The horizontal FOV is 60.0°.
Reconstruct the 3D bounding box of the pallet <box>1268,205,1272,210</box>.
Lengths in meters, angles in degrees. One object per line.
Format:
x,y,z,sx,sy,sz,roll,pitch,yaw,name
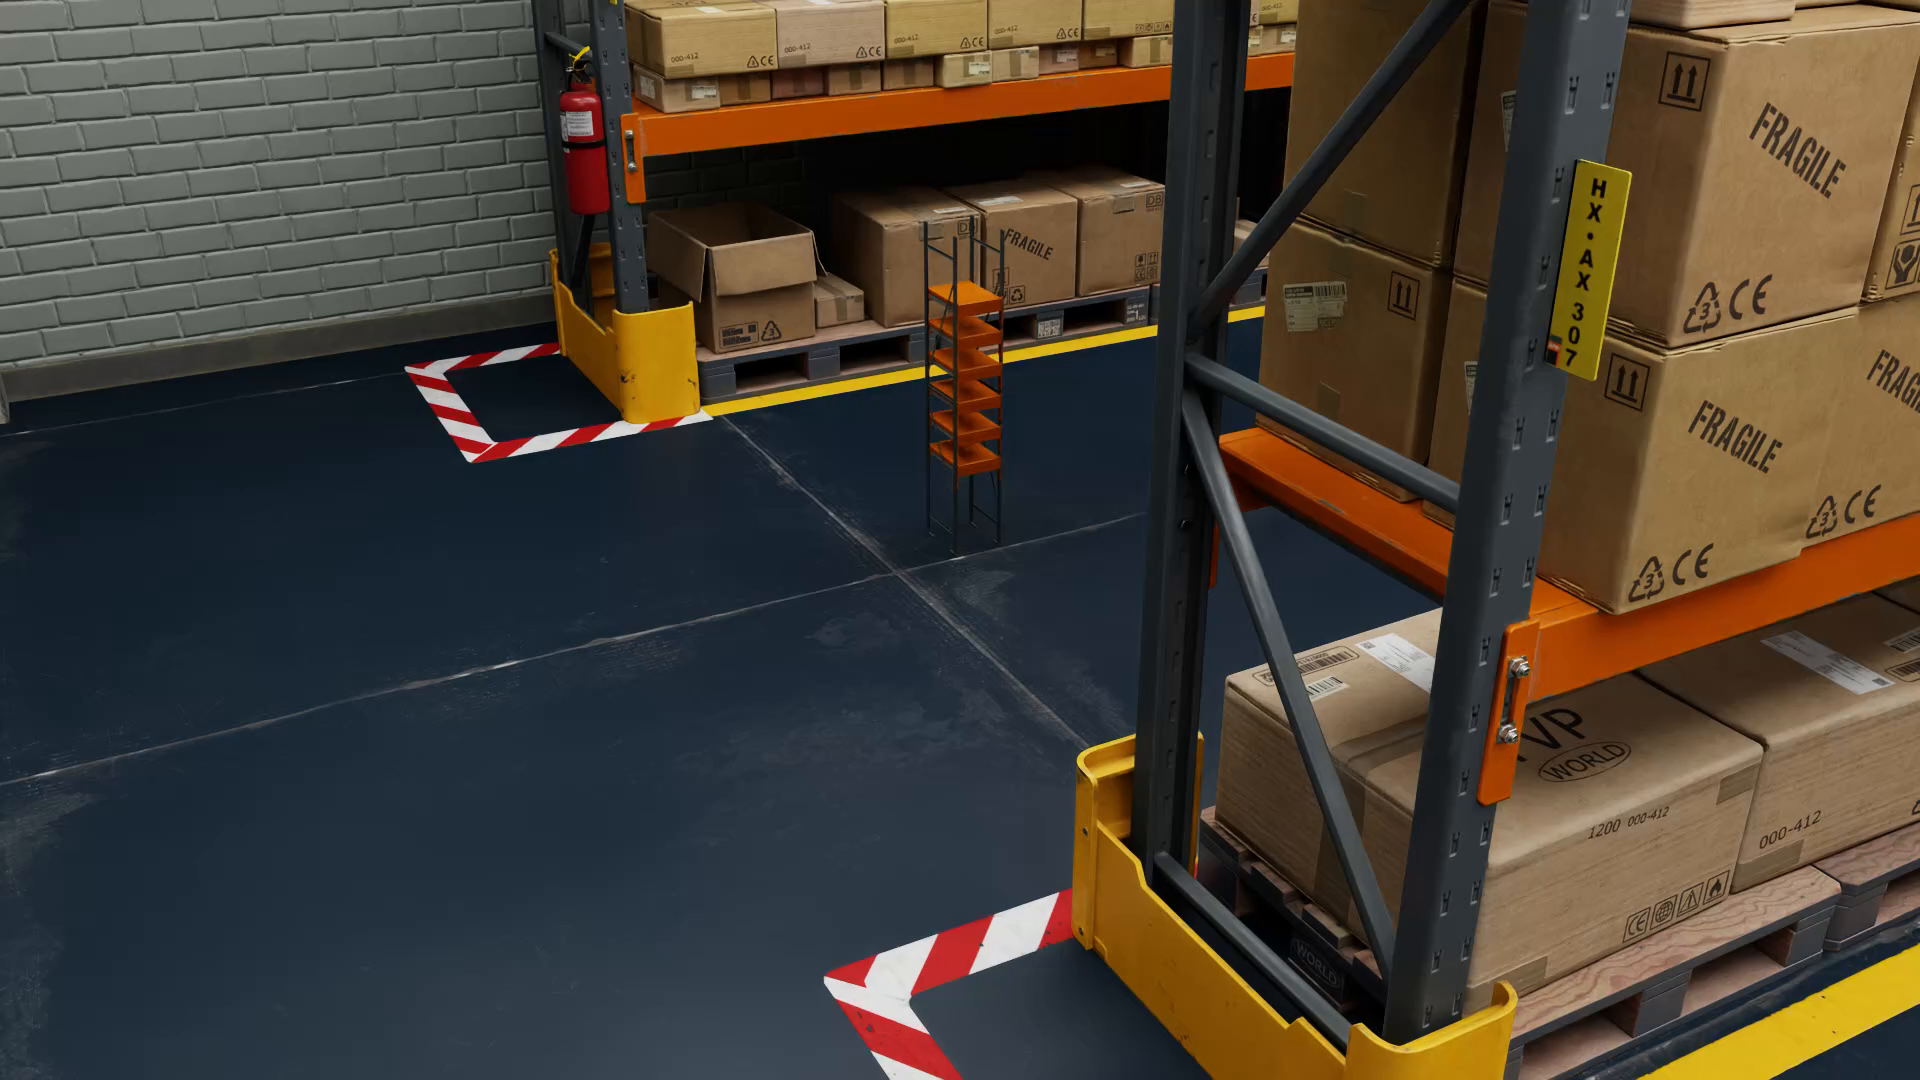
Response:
2.596,-1.831,9.820,1.213,0.211,1.003,-13,29,-25,pallet

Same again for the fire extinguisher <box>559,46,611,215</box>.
-1.546,-1.684,6.812,0.183,0.674,0.296,-13,29,-25,fire extinguisher

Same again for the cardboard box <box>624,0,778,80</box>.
-1.107,-2.149,7.090,0.500,0.250,0.500,-13,28,-25,cardboard box

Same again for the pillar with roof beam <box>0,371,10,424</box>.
-2.411,-2.949,1.995,0.400,9.000,9.100,-13,29,-25,pillar with roof beam

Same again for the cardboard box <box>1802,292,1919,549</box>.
1.697,-0.345,3.388,0.500,0.500,0.500,-13,29,-26,cardboard box

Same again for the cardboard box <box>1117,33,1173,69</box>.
0.839,-2.404,8.082,0.250,0.149,0.380,-13,29,-26,cardboard box

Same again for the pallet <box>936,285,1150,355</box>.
0.211,-1.261,8.633,1.213,0.211,1.003,-13,29,-25,pallet

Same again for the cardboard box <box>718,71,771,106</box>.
-1.012,-2.012,7.264,0.250,0.149,0.380,-12,28,-24,cardboard box

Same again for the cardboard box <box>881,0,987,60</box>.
-0.216,-2.356,7.522,0.500,0.250,0.500,-14,29,-26,cardboard box

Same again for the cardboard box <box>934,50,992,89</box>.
-0.054,-2.186,7.627,0.250,0.149,0.380,-14,29,-27,cardboard box

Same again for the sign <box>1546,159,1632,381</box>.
0.961,-0.411,2.549,0.005,0.325,0.100,-13,29,-25,sign

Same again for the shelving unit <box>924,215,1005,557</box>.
0.013,-0.544,5.996,0.189,1.200,0.258,-13,29,-25,shelving unit

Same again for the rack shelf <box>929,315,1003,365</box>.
0.013,-0.720,5.912,0.180,0.103,0.258,-13,29,-25,rack shelf

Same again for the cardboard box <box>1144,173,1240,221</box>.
1.202,-1.841,9.240,0.500,0.311,0.500,-12,28,-23,cardboard box

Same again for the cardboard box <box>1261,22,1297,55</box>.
1.514,-2.572,8.431,0.250,0.149,0.380,-12,28,-24,cardboard box

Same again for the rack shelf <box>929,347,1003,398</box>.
0.013,-0.612,5.964,0.180,0.103,0.258,-13,29,-25,rack shelf

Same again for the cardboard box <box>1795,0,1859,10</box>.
1.347,-1.034,2.917,0.250,0.149,0.380,-12,28,-24,cardboard box

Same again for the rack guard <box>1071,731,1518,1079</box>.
0.684,0.933,3.728,0.348,0.500,1.175,-13,29,-25,rack guard

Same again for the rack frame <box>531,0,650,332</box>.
-1.634,-2.093,7.144,0.127,3.000,1.000,-13,29,-25,rack frame

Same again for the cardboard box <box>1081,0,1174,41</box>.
0.680,-2.573,7.974,0.500,0.250,0.500,-13,29,-25,cardboard box

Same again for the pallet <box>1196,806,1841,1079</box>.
1.374,0.866,4.202,1.213,0.211,1.003,-13,29,-25,pallet

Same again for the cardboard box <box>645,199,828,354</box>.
-1.049,-1.246,7.778,0.637,0.503,0.797,-14,29,-27,cardboard box

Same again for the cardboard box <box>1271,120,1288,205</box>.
2.190,-2.183,9.735,0.500,0.500,0.500,-13,29,-25,cardboard box

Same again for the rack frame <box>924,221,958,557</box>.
-0.068,-0.525,5.958,0.006,1.200,0.240,-13,29,-25,rack frame

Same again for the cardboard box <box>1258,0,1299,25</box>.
1.561,-2.778,8.399,0.500,0.250,0.500,-12,28,-24,cardboard box

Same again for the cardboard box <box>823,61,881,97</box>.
-0.545,-2.107,7.462,0.250,0.149,0.380,-12,28,-23,cardboard box

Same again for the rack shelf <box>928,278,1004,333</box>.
0.013,-0.828,5.860,0.180,0.103,0.258,-13,29,-25,rack shelf

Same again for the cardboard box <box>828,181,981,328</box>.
-0.277,-1.403,8.110,0.500,0.500,0.700,-12,28,-23,cardboard box

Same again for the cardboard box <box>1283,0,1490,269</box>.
1.019,-0.883,3.353,0.500,0.500,0.500,-12,28,-23,cardboard box

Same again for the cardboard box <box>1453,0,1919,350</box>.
1.263,-0.683,2.936,0.500,0.500,0.500,-14,29,-26,cardboard box

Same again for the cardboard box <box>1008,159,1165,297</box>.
0.639,-1.615,8.550,0.500,0.500,0.700,-14,29,-27,cardboard box

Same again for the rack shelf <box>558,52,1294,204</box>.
0.131,-2.176,8.148,4.000,0.370,1.077,-13,29,-25,rack shelf

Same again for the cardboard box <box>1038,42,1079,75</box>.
0.363,-2.326,7.919,0.250,0.149,0.380,-13,29,-25,cardboard box

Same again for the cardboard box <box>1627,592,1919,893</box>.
2.044,0.405,4.416,0.875,0.438,0.875,-12,28,-24,cardboard box
